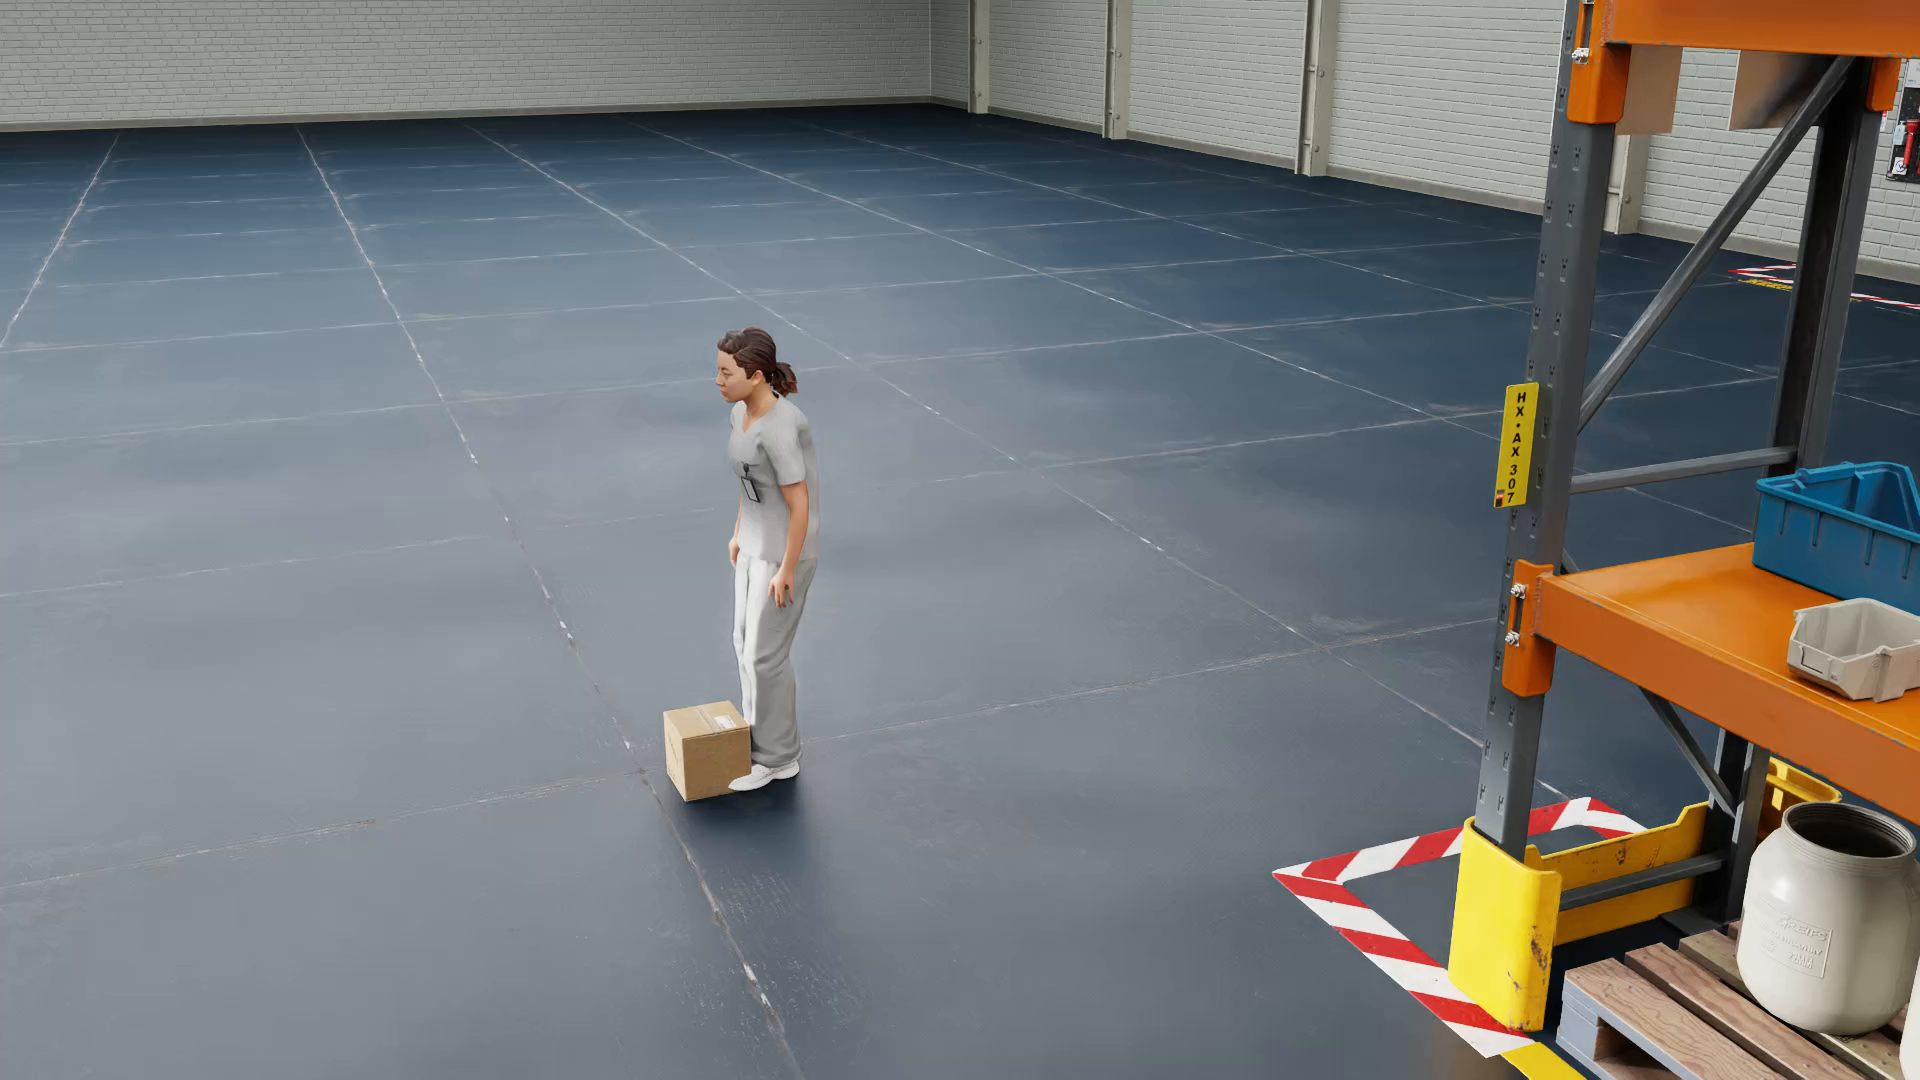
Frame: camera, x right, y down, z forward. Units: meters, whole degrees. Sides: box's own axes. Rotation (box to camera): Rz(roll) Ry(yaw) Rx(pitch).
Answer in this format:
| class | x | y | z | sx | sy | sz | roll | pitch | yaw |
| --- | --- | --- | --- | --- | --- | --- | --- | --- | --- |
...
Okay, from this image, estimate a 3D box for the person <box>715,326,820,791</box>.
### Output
| class | x | y | z | sx | sy | sz | roll | pitch | yaw |
| --- | --- | --- | --- | --- | --- | --- | --- | --- | --- |
| person | -0.712 | 0.061 | 5.890 | 0.416 | 1.671 | 0.513 | -9 | 21 | -25 |
